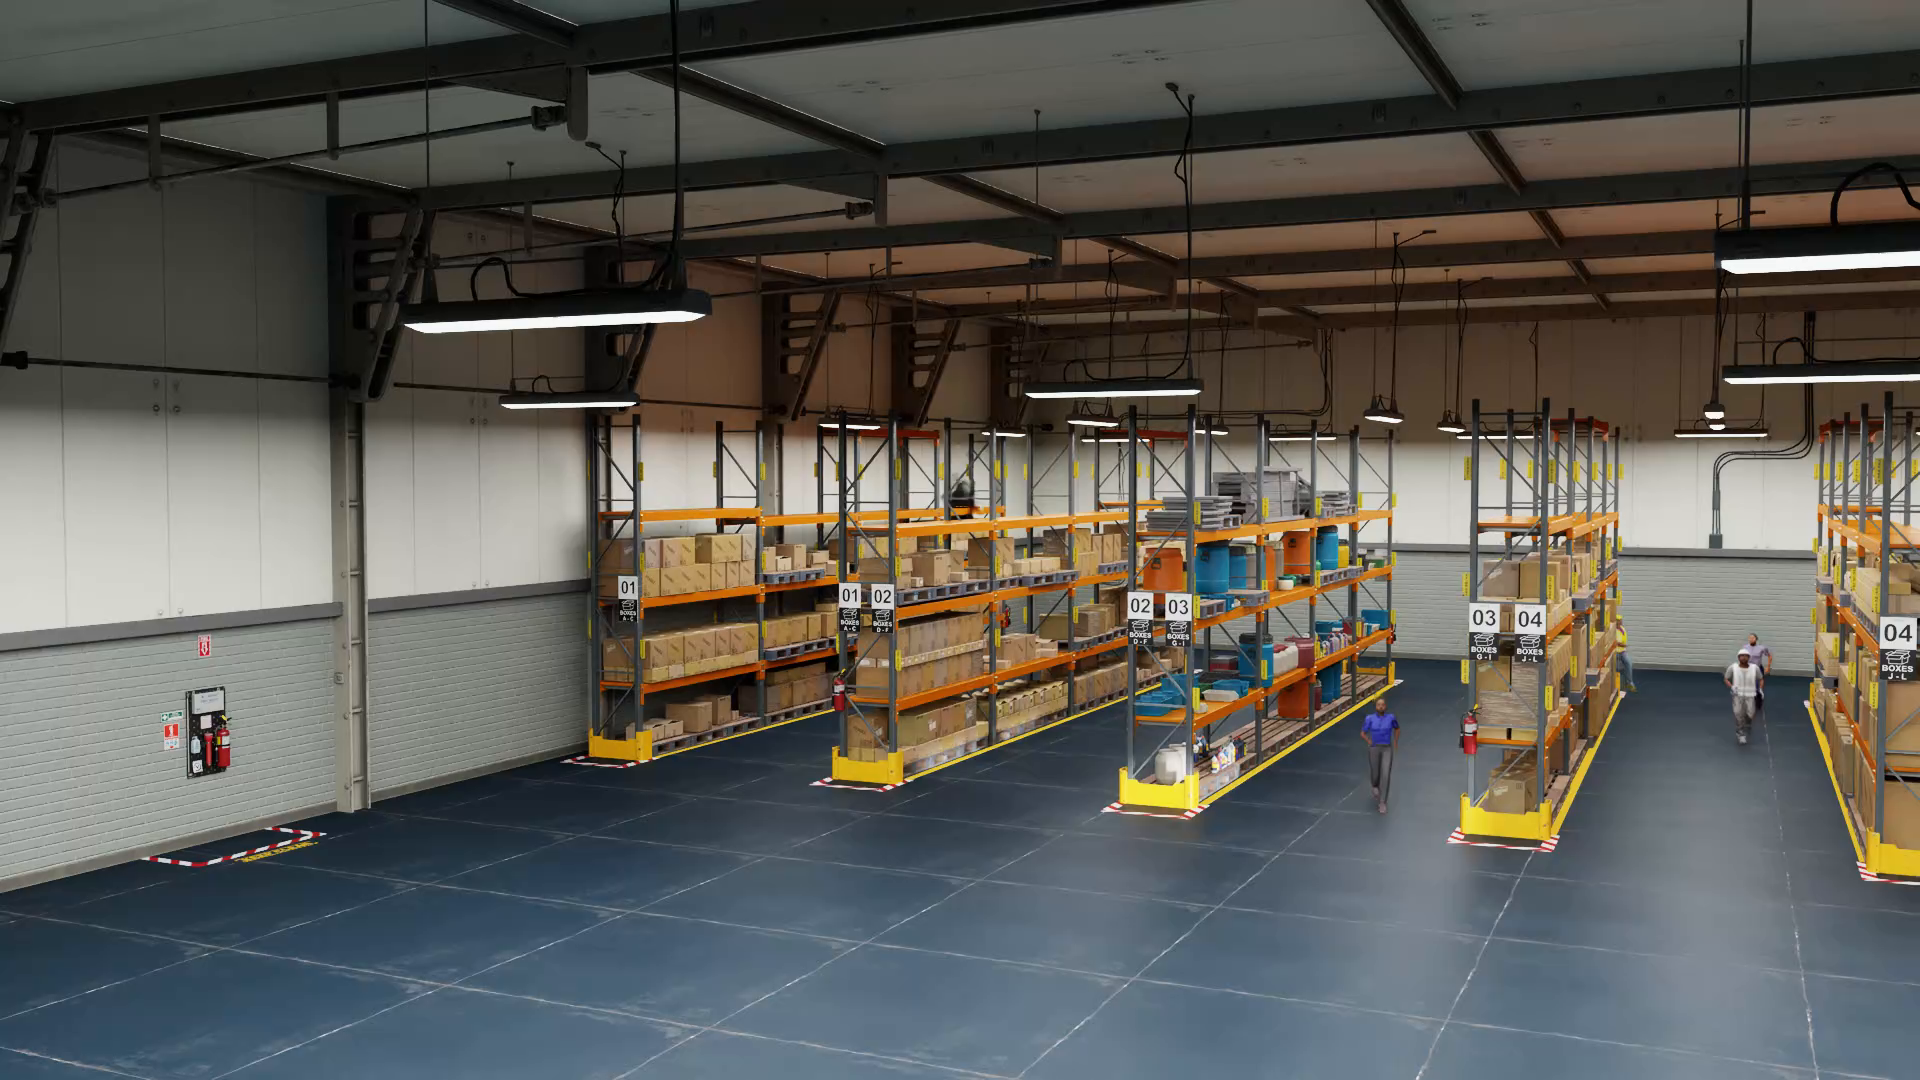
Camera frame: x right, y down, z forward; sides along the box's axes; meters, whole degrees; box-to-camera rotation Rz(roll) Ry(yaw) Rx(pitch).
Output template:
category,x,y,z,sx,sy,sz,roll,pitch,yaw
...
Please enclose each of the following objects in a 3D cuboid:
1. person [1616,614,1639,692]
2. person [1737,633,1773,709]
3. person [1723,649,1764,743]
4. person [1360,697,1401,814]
category,x,y,z,sx,sy,sz,roll,pitch,yaw
person,15.025,2.579,38.071,0.730,1.788,0.881,-2,3,-35
person,16.656,2.806,34.946,0.615,1.529,0.647,2,3,40
person,14.462,2.877,30.685,0.685,1.734,0.599,1,3,21
person,6.252,3.161,24.725,0.587,1.655,0.902,0,2,12
